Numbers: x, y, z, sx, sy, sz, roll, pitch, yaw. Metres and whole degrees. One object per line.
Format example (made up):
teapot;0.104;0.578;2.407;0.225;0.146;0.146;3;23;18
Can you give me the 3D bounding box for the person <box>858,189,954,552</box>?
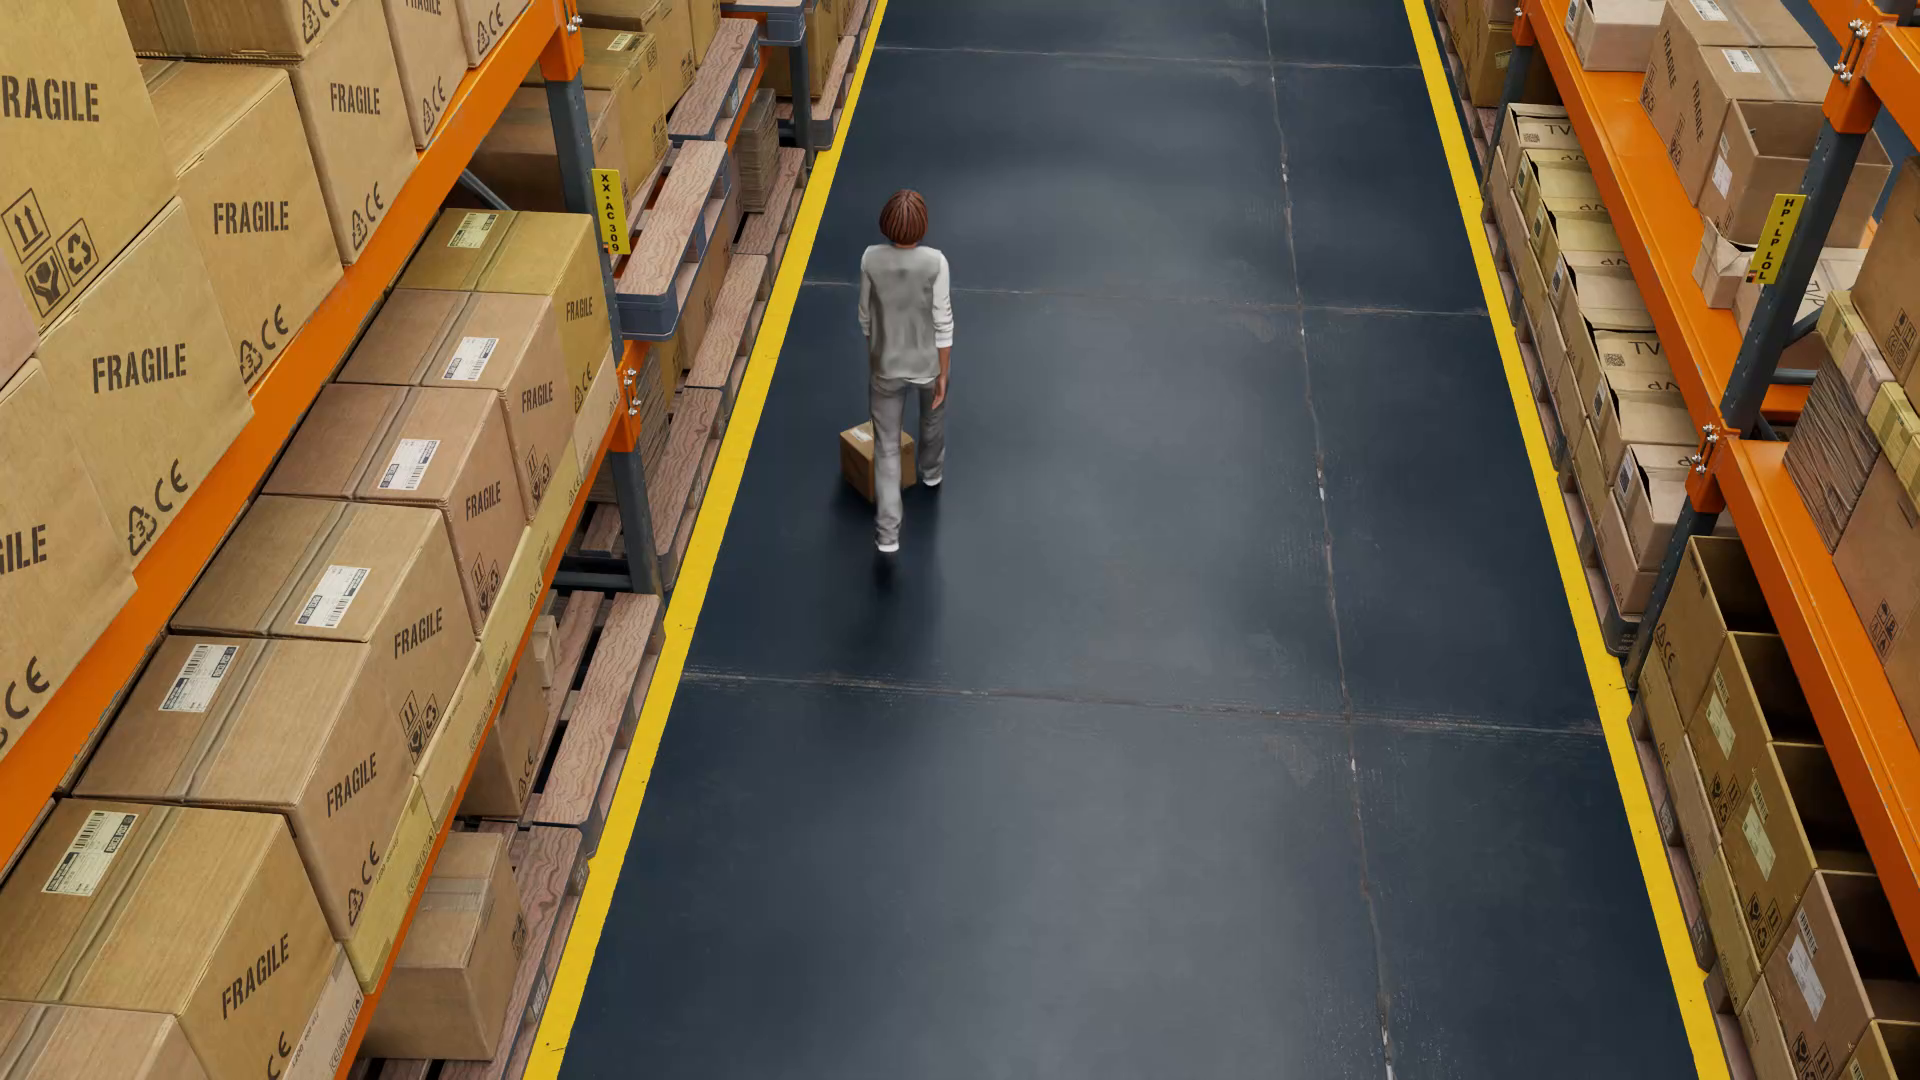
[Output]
person;-0.228;-0.713;7.001;0.405;1.554;0.912;0;41;0
